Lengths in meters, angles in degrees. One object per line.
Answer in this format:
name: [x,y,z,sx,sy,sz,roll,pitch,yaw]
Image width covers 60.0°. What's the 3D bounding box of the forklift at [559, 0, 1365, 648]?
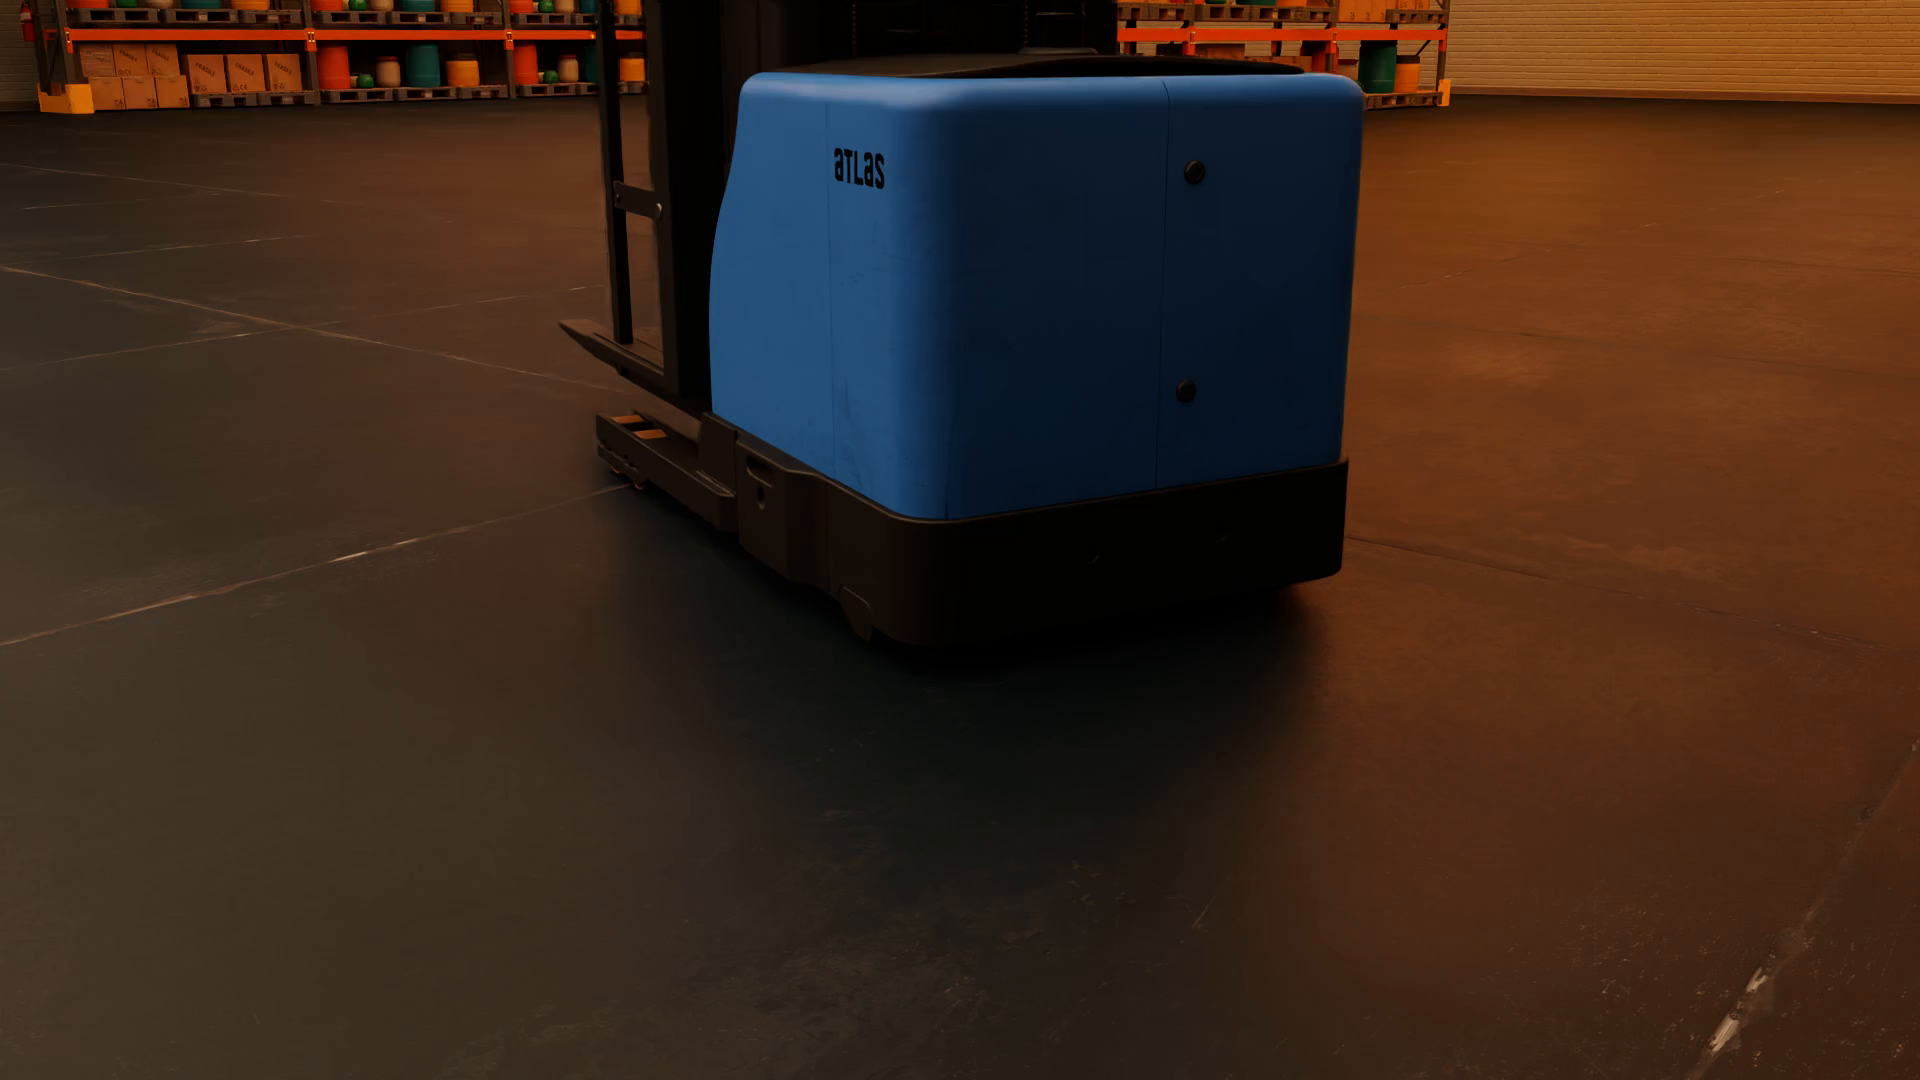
forklift: [-0.336,-1.584,4.115,1.130,2.935,3.031,-9,19,-27]
